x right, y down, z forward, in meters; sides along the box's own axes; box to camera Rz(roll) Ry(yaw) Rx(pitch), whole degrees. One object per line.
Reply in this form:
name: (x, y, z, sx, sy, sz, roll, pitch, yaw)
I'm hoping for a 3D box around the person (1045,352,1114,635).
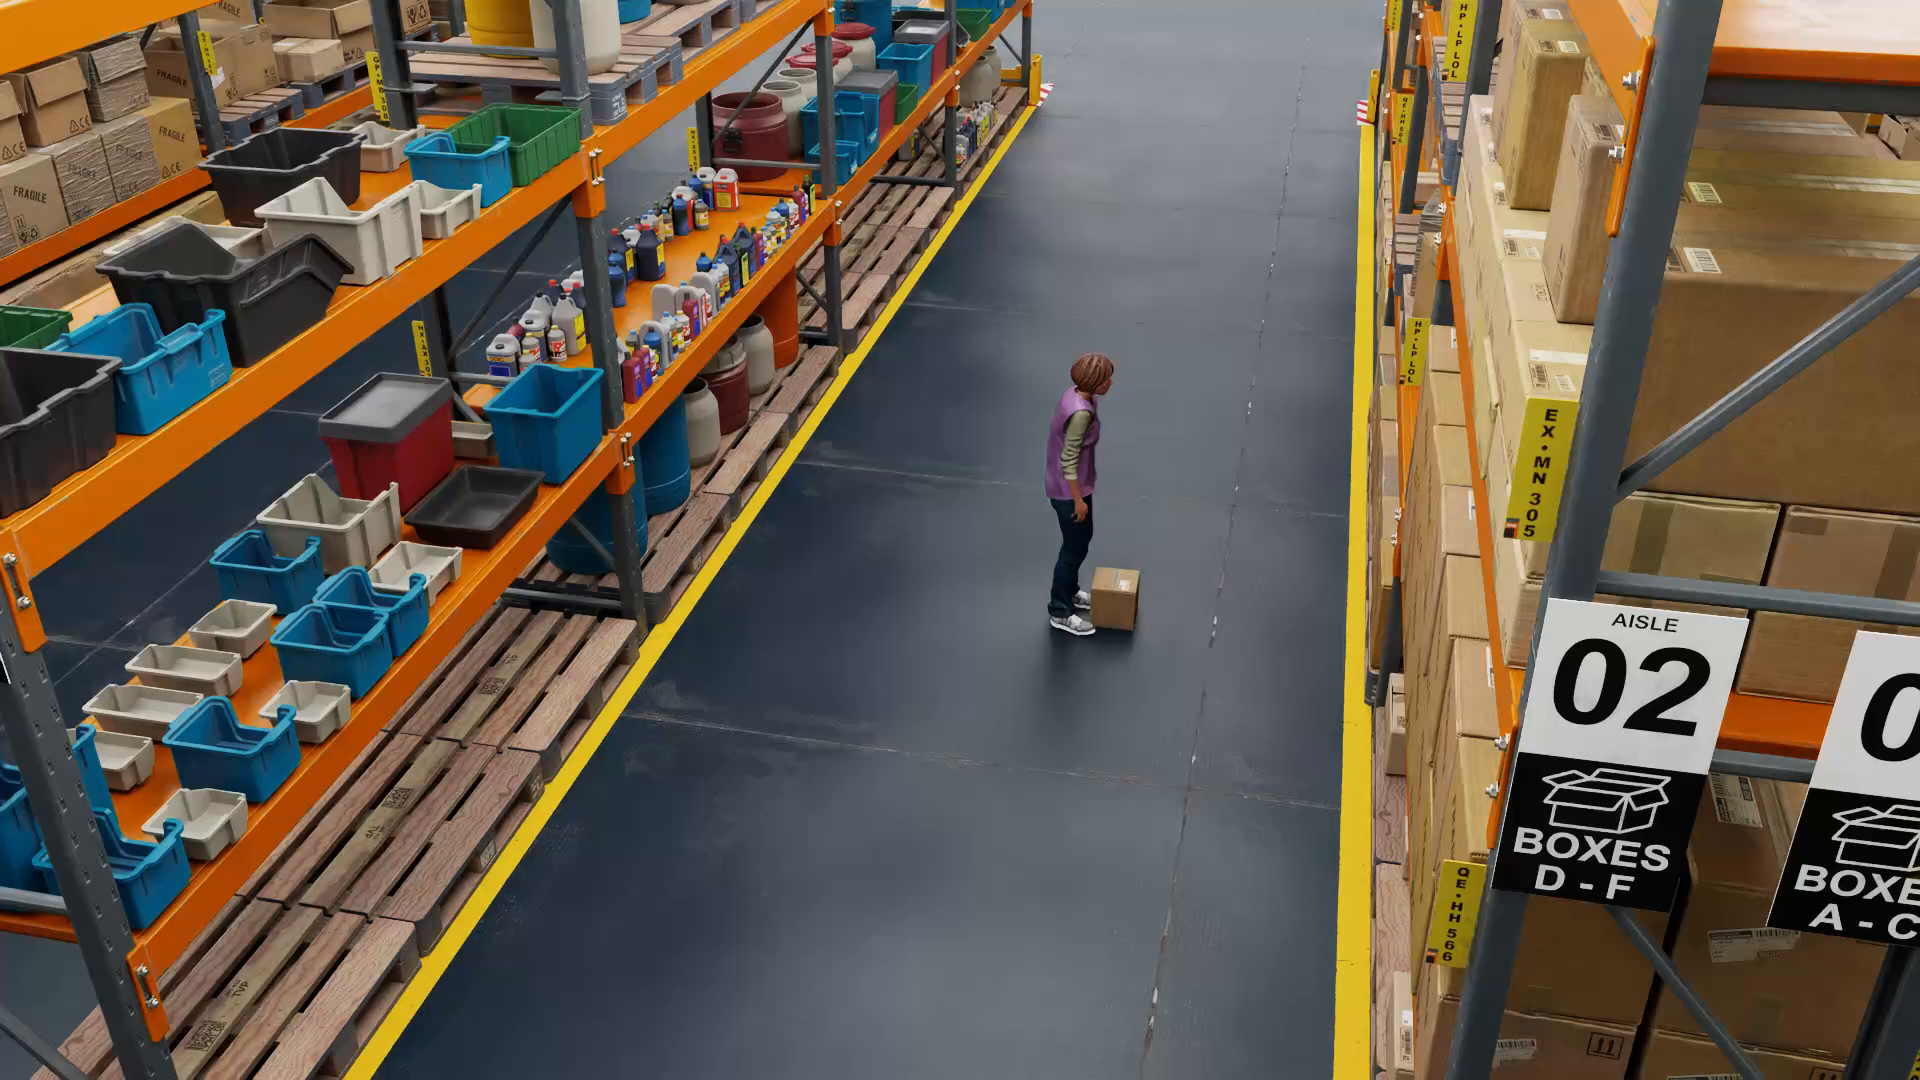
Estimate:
person: (0.636, -0.277, 9.113, 0.342, 1.593, 0.485, 4, 29, 8)
